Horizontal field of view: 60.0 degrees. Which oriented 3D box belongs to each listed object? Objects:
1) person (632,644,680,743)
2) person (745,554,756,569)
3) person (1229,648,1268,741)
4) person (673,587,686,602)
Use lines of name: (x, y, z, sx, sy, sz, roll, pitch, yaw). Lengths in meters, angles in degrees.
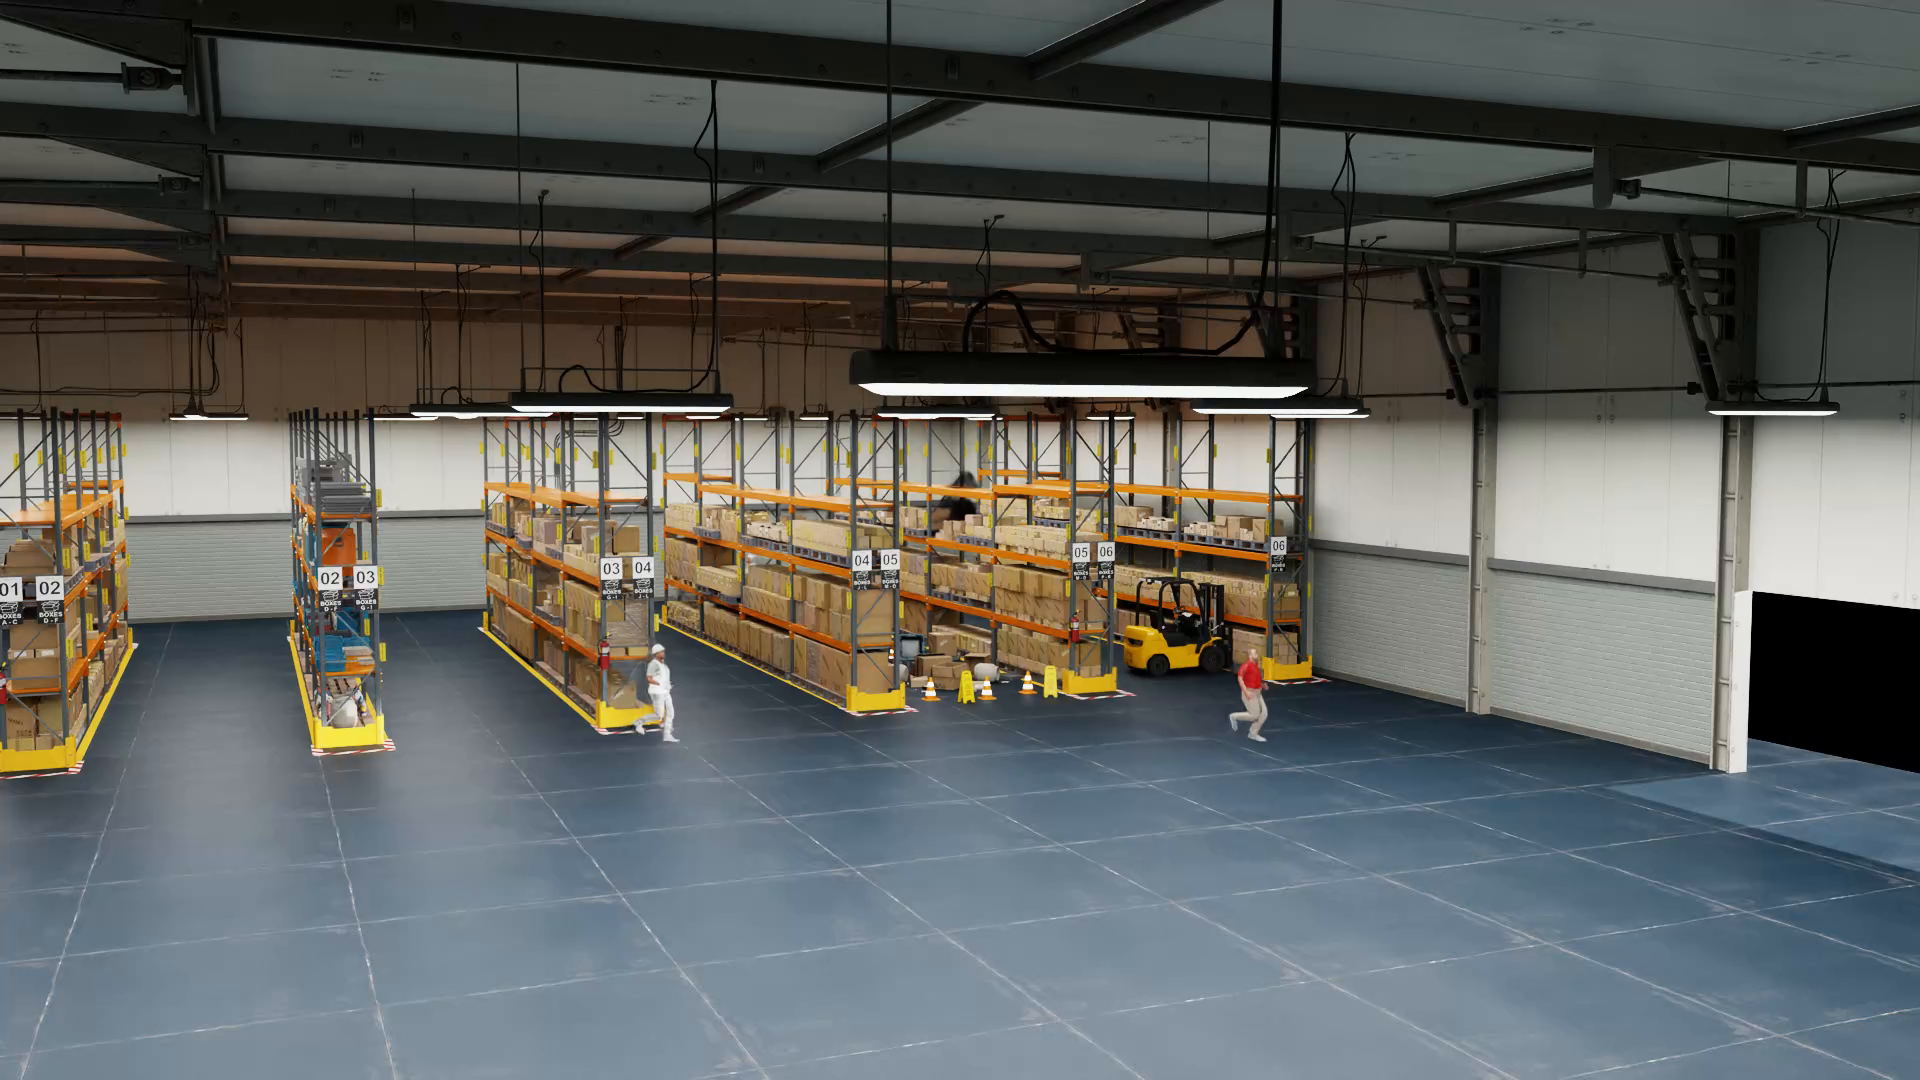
person: (-5.452, 2.760, 29.919, 0.862, 1.780, 0.684, 1, 4, 10)
person: (-6.361, 1.324, 50.102, 0.743, 1.824, 0.640, -1, 4, -20)
person: (5.245, 2.788, 30.070, 0.608, 1.666, 0.667, 2, 5, 32)
person: (-8.328, 1.542, 49.433, 0.464, 1.431, 0.625, 1, 4, 9)
